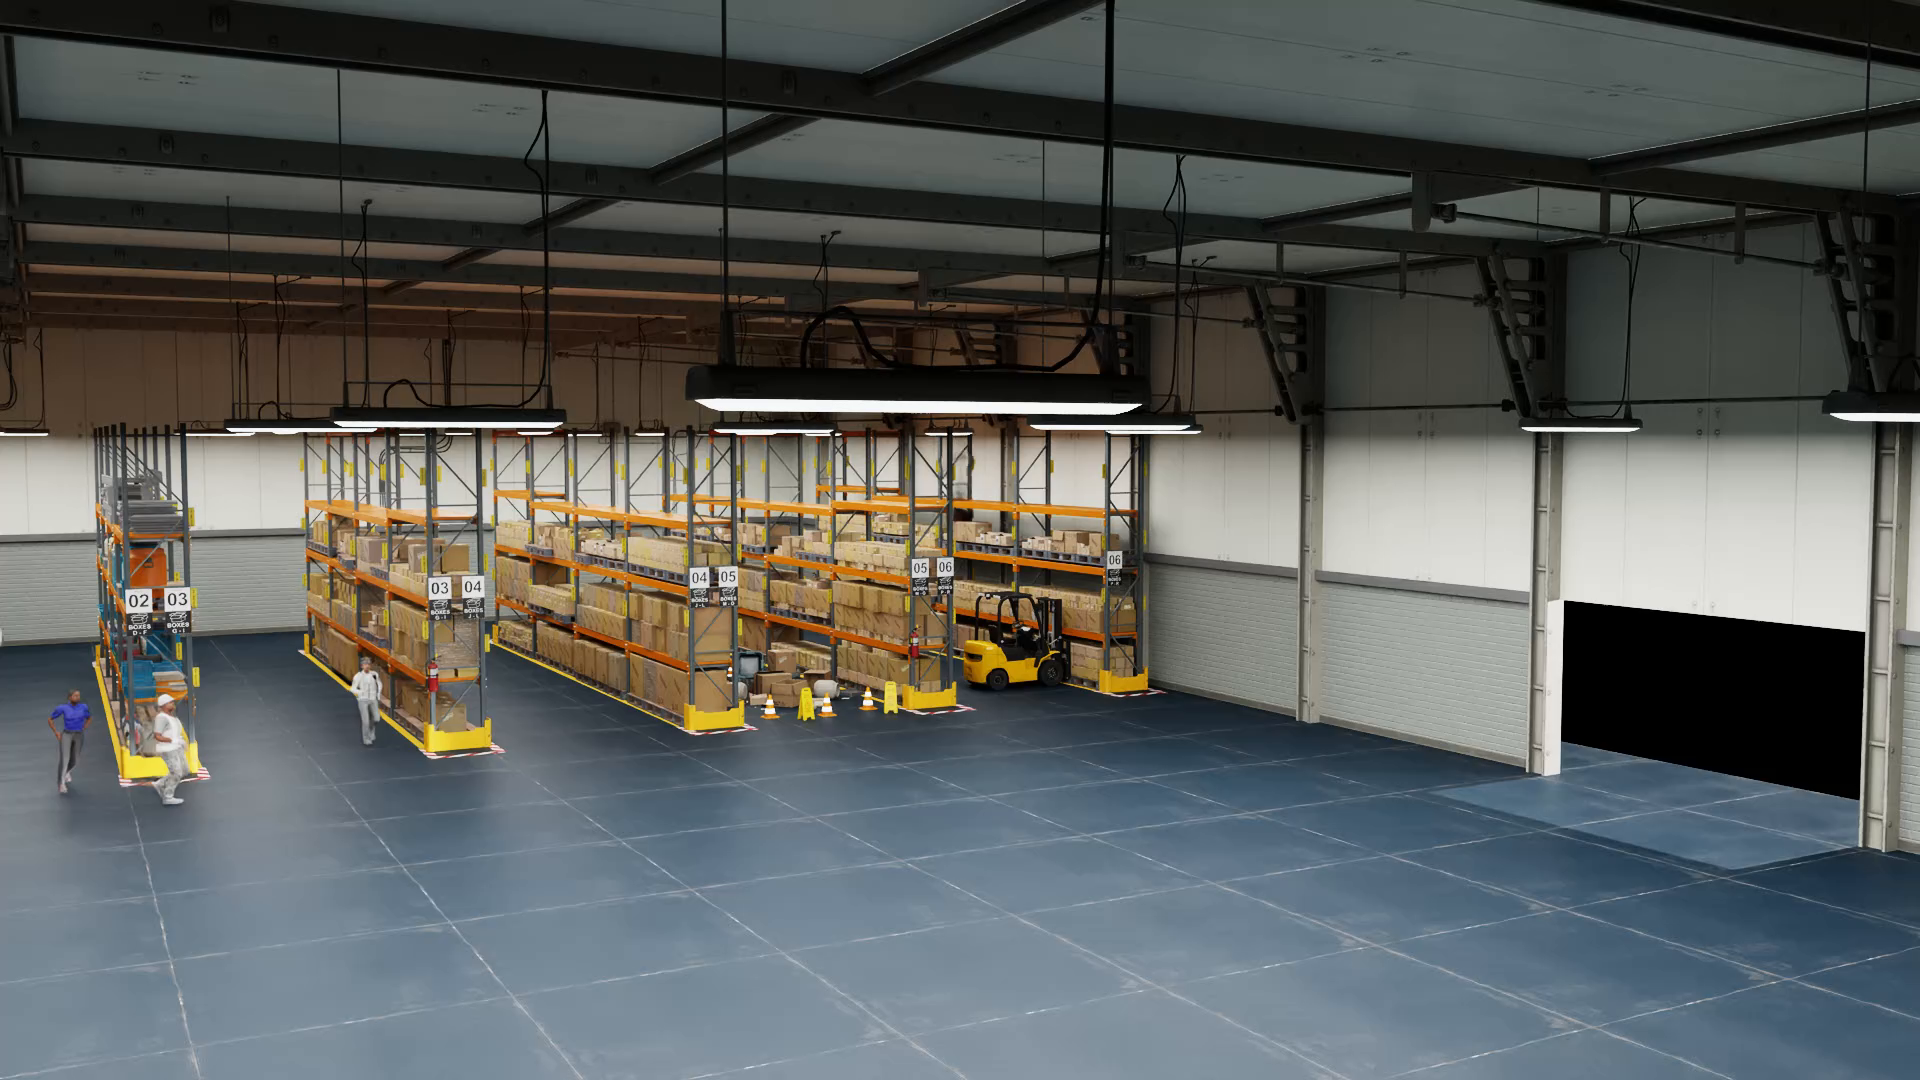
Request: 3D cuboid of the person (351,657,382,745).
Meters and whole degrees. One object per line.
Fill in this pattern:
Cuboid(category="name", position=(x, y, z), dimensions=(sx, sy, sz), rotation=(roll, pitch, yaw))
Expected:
Cuboid(category="person", position=(-11.056, 3.006, 31.095), dimensions=(0.605, 1.653, 0.550), rotation=(-2, 4, -34))

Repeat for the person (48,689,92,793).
Cuboid(category="person", position=(-14.626, 3.265, 27.351), dimensions=(0.850, 1.651, 0.650), rotation=(3, 5, 41))

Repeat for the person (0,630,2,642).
Cuboid(category="person", position=(-21.986, 2.580, 37.527), dimensions=(0.685, 1.833, 0.826), rotation=(-2, 4, -34))

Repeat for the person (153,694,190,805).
Cuboid(category="person", position=(-12.352, 3.275, 26.025), dimensions=(0.613, 1.734, 0.676), rotation=(-1, 3, -8))
